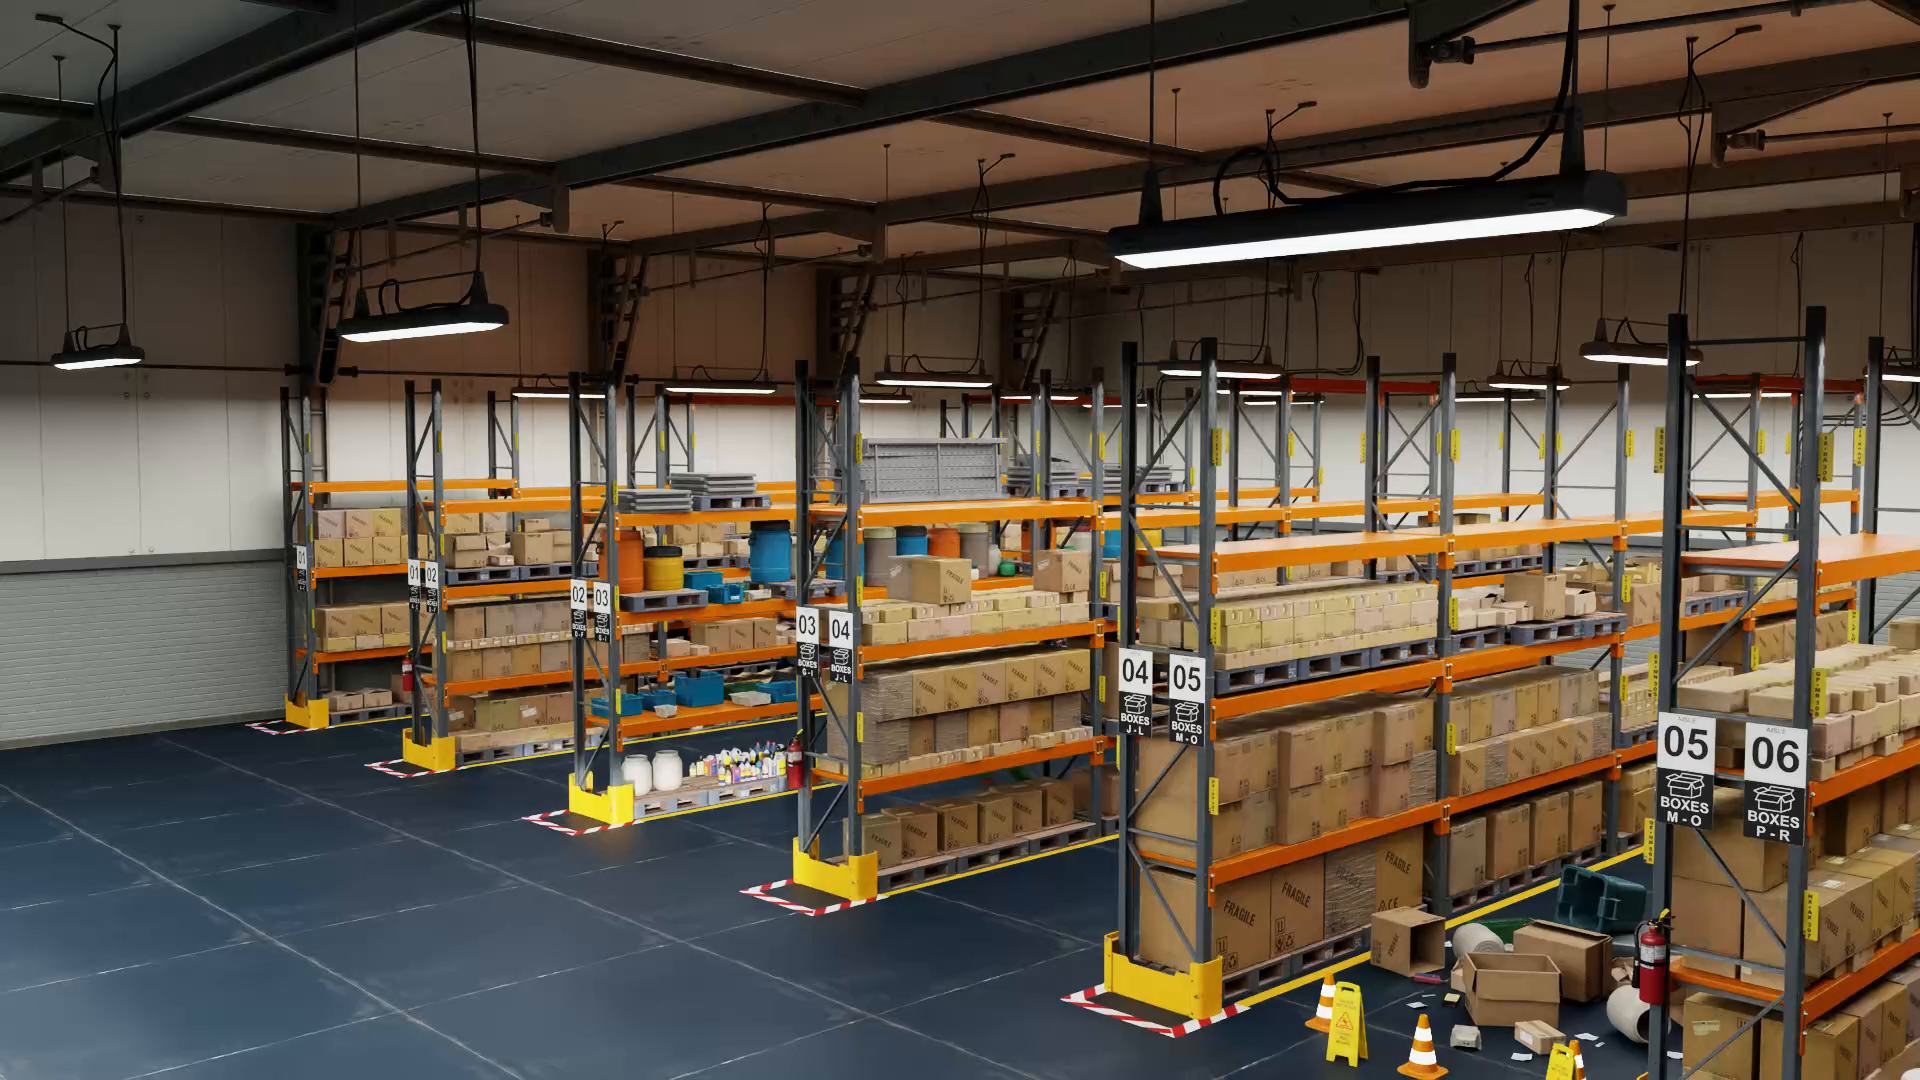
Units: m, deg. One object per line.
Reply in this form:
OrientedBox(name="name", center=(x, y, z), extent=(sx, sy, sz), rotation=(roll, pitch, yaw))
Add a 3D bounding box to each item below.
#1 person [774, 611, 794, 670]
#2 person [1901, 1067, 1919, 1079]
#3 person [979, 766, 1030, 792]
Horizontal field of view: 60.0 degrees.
OrientedBox(name="person", center=(-3.570, 2.218, 33.912), extent=(0.533, 1.557, 0.898), rotation=(2, 4, 31))
OrientedBox(name="person", center=(5.276, 3.717, 9.299), extent=(0.785, 1.710, 0.732), rotation=(3, 5, 42))
OrientedBox(name="person", center=(0.612, 2.869, 22.911), extent=(1.100, 1.607, 0.686), rotation=(-2, 4, -25))
